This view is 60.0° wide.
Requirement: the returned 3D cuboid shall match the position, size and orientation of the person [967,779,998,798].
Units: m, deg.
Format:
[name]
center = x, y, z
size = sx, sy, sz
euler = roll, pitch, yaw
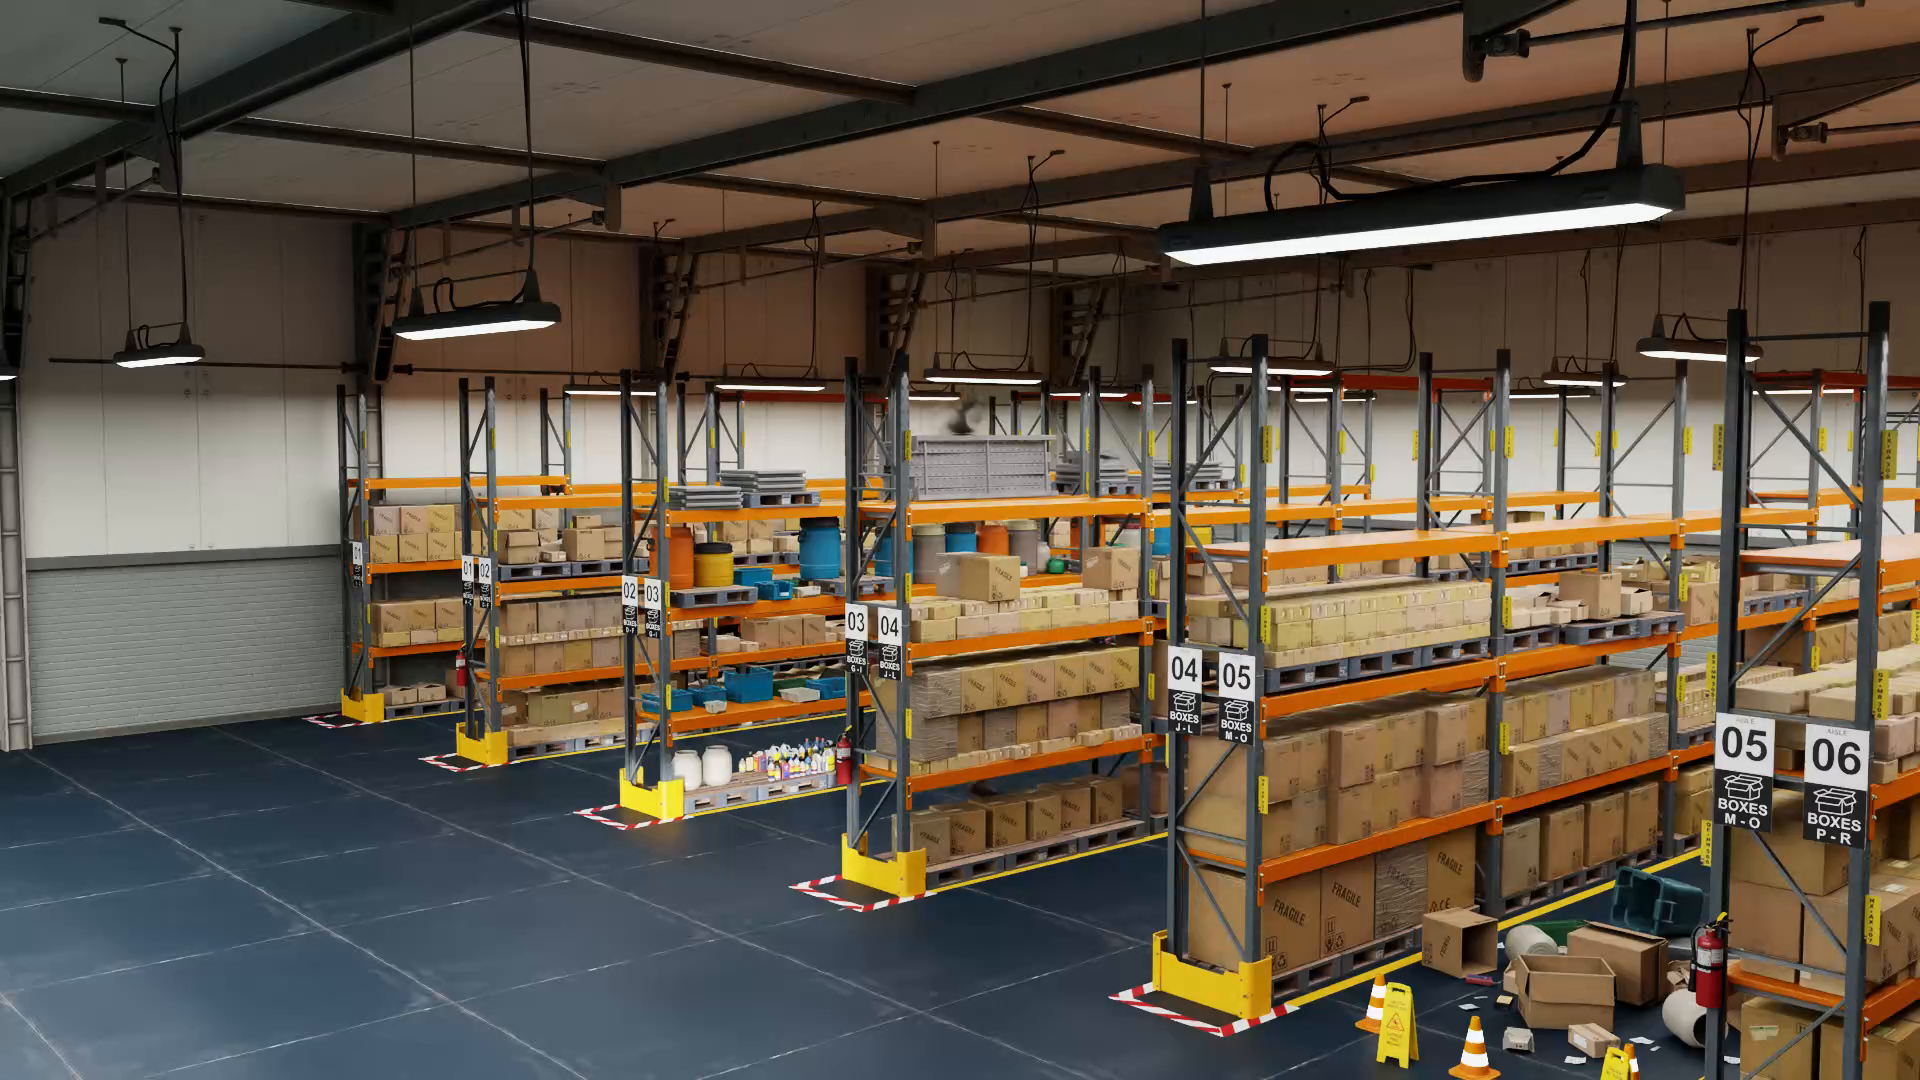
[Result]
[person]
center = 0.259, 2.889, 21.901
size = 0.703, 1.684, 0.682
euler = -3, 5, -36
